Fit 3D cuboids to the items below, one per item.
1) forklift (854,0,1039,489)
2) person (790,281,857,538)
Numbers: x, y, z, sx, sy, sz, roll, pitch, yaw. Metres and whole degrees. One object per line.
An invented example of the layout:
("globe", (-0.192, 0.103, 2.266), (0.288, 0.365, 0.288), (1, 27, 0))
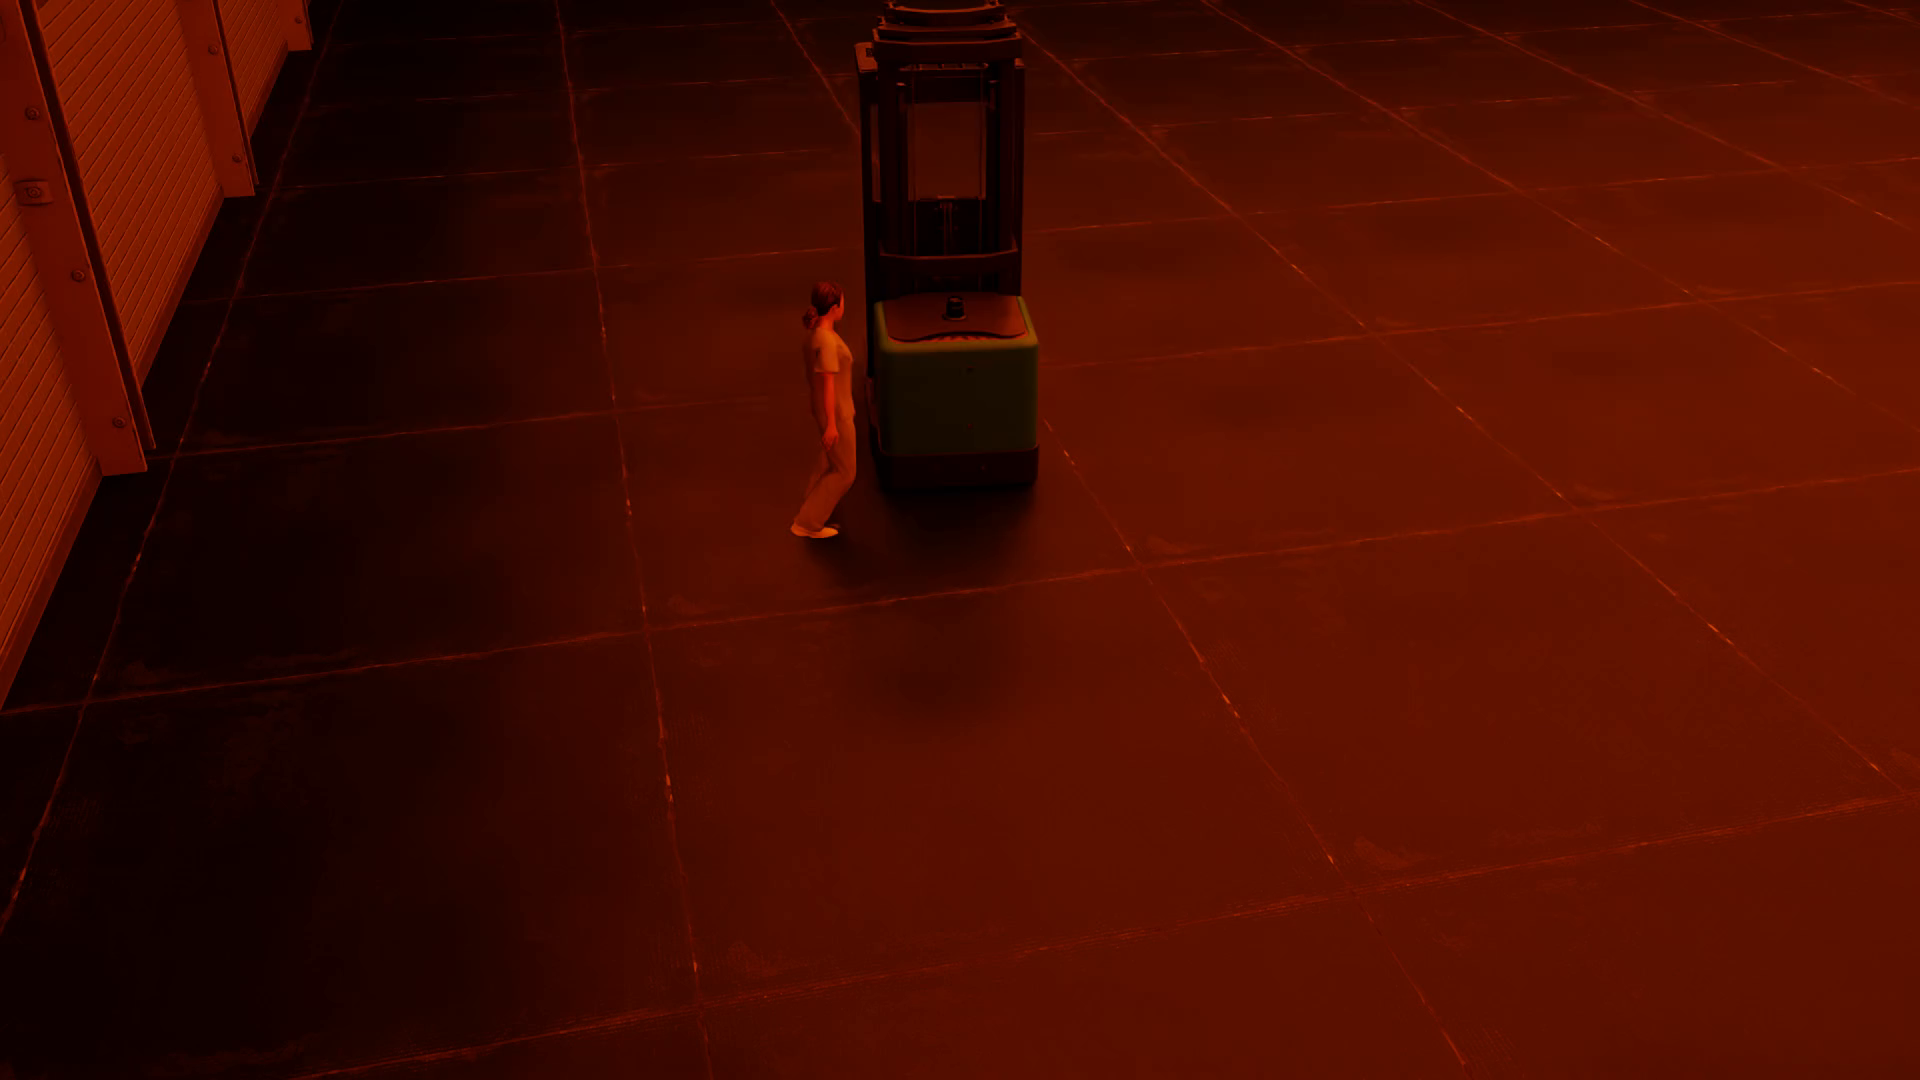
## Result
("forklift", (-0.142, -2.320, 11.581), (1.130, 2.935, 3.031), (-3, 30, -5))
("person", (-0.869, -0.785, 10.293), (0.489, 1.631, 0.802), (-8, 31, -13))
